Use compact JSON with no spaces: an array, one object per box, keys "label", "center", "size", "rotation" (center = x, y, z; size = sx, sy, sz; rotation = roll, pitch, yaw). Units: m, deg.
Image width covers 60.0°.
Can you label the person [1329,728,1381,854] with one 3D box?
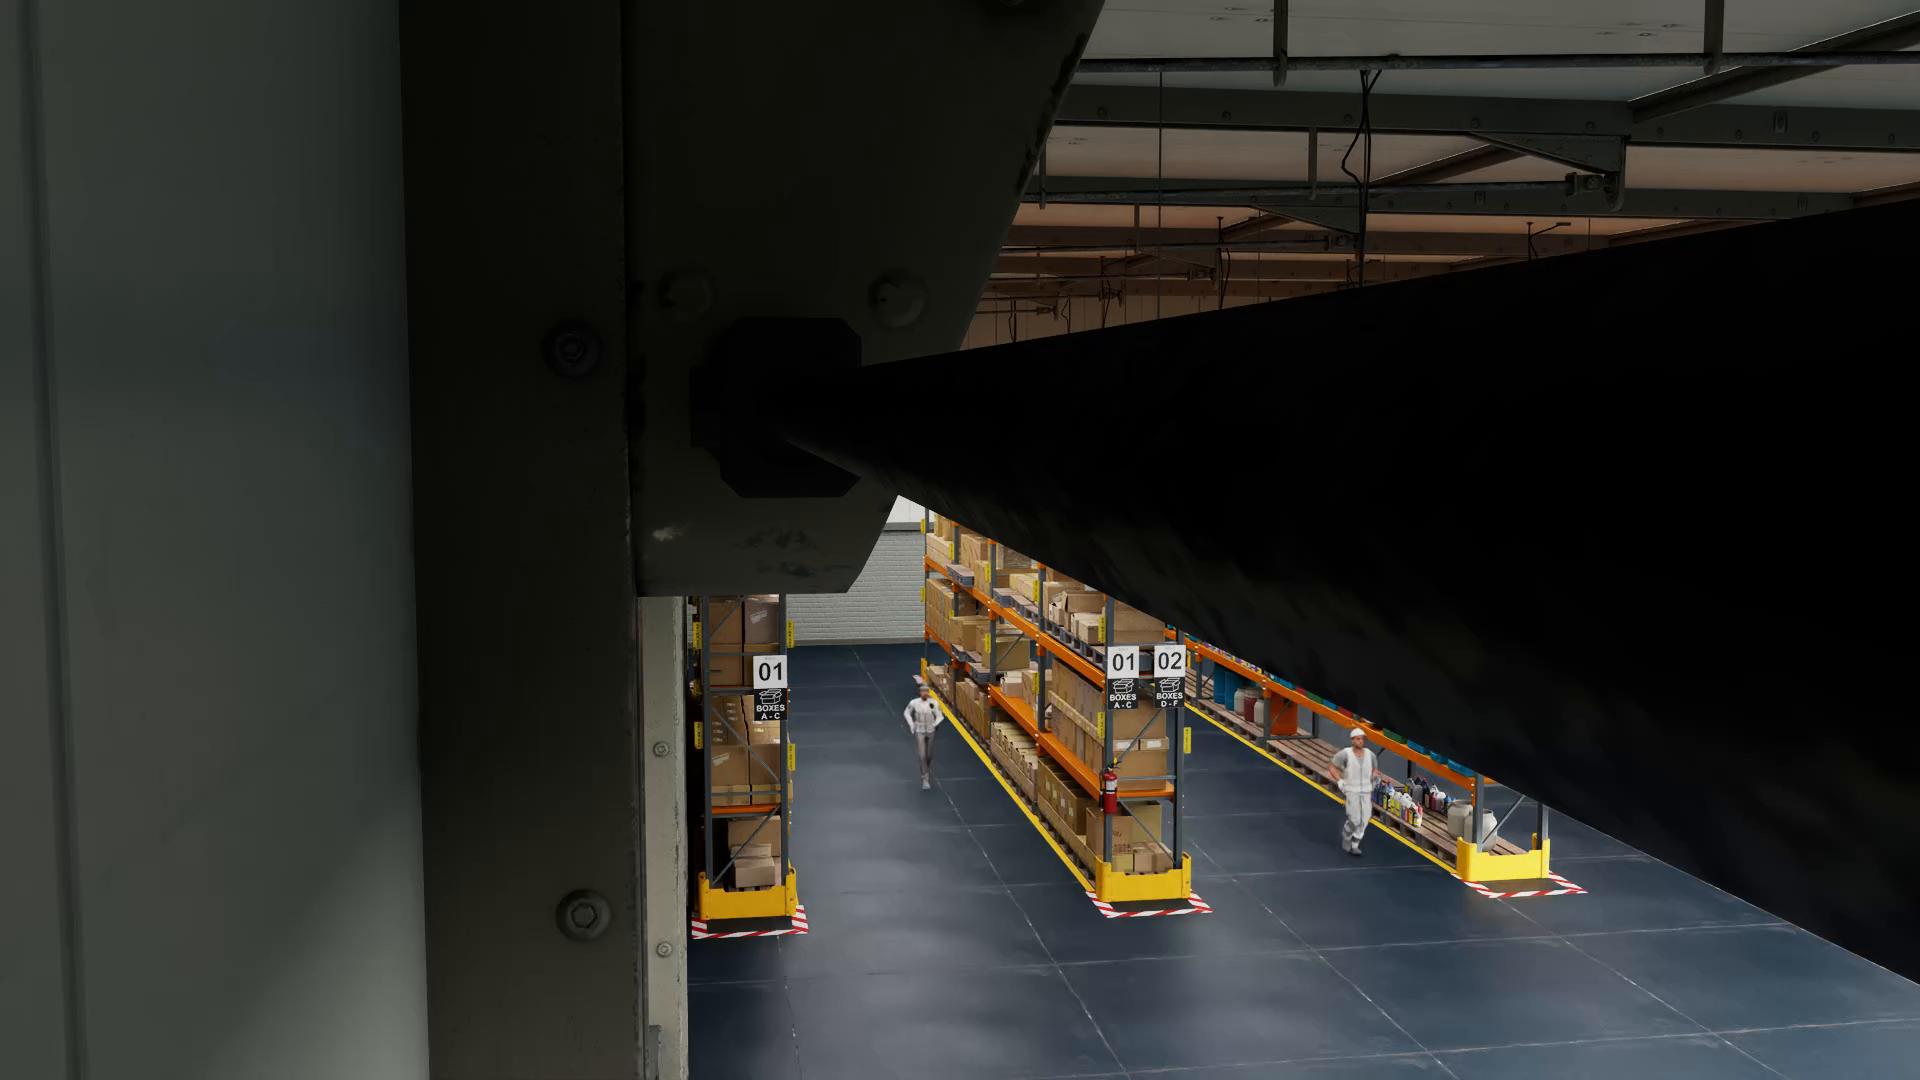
[{"label":"person","center":[5.435,3.450,22.681],"size":[0.643,1.742,0.584],"rotation":[-1,5,-10]}]

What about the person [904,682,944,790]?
[{"label":"person","center":[-0.572,3.114,26.862],"size":[0.627,1.683,0.862],"rotation":[-1,5,-8]}]
